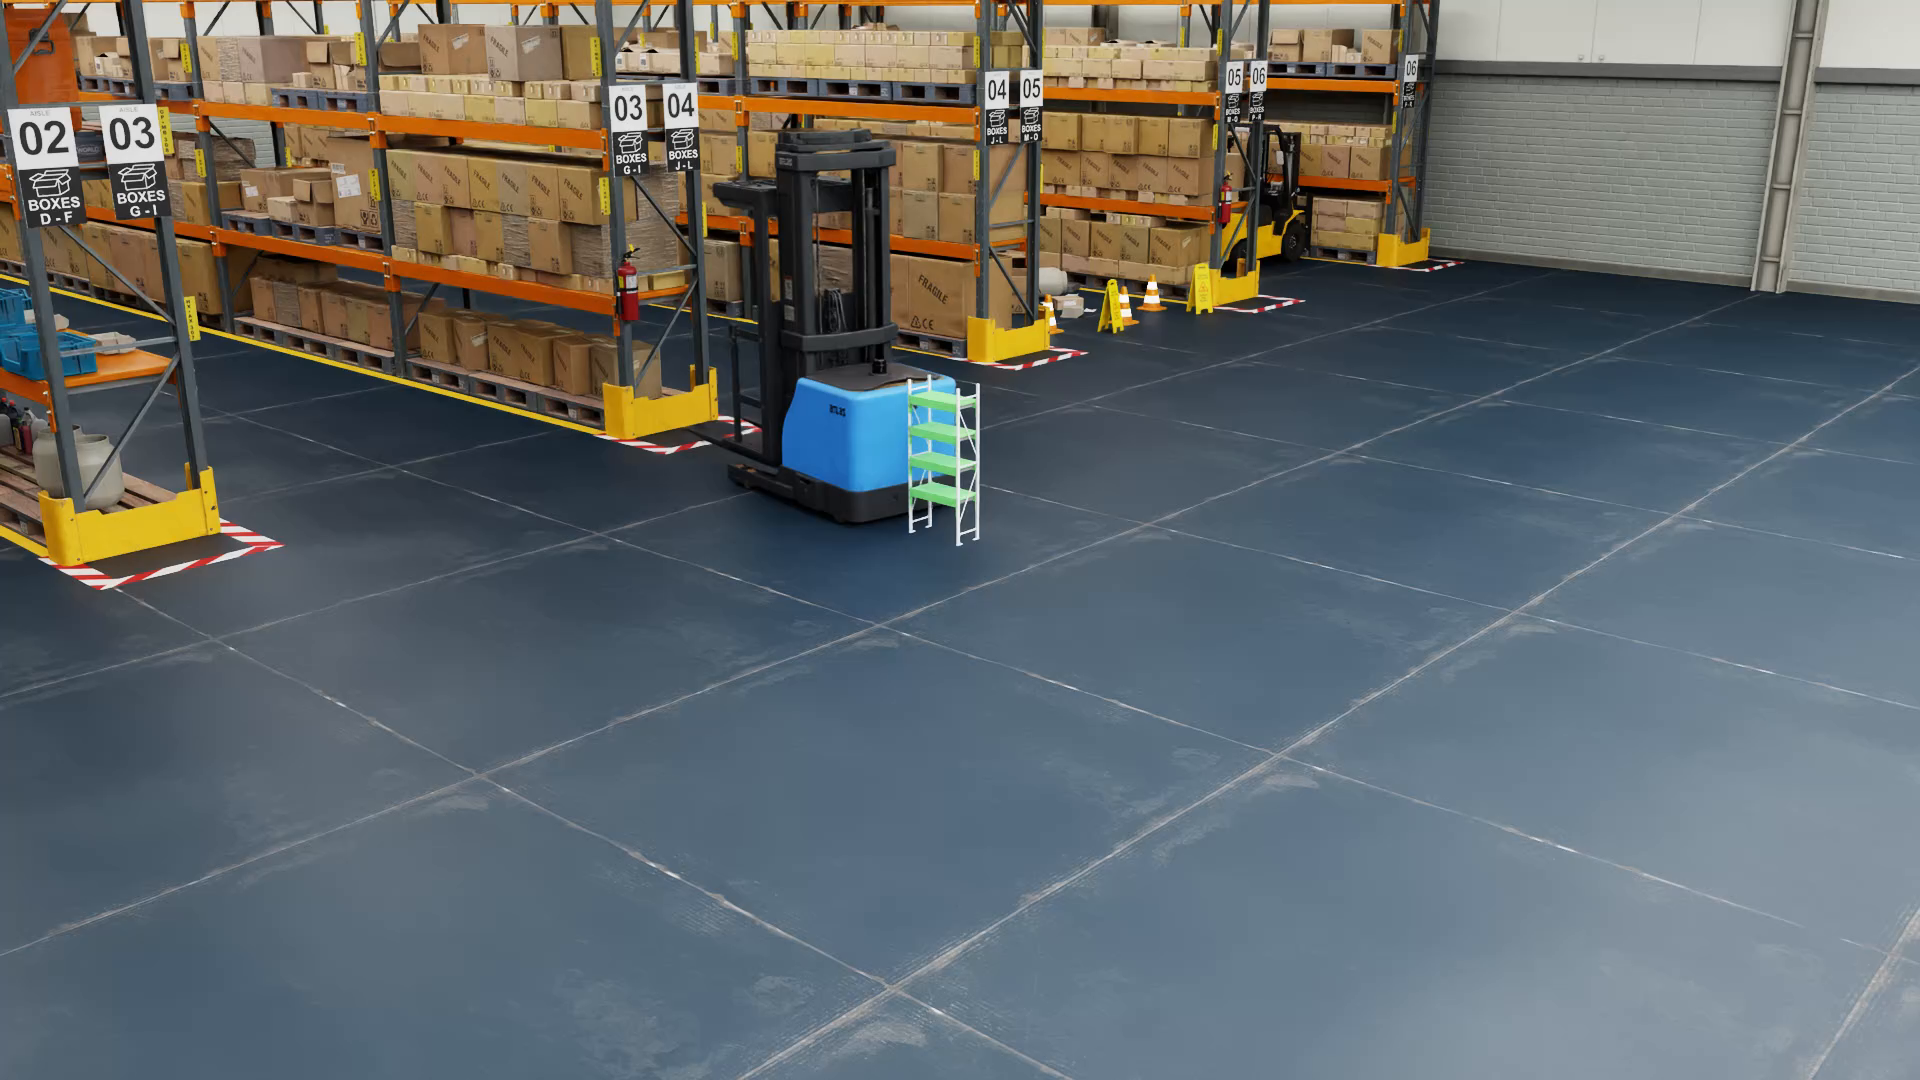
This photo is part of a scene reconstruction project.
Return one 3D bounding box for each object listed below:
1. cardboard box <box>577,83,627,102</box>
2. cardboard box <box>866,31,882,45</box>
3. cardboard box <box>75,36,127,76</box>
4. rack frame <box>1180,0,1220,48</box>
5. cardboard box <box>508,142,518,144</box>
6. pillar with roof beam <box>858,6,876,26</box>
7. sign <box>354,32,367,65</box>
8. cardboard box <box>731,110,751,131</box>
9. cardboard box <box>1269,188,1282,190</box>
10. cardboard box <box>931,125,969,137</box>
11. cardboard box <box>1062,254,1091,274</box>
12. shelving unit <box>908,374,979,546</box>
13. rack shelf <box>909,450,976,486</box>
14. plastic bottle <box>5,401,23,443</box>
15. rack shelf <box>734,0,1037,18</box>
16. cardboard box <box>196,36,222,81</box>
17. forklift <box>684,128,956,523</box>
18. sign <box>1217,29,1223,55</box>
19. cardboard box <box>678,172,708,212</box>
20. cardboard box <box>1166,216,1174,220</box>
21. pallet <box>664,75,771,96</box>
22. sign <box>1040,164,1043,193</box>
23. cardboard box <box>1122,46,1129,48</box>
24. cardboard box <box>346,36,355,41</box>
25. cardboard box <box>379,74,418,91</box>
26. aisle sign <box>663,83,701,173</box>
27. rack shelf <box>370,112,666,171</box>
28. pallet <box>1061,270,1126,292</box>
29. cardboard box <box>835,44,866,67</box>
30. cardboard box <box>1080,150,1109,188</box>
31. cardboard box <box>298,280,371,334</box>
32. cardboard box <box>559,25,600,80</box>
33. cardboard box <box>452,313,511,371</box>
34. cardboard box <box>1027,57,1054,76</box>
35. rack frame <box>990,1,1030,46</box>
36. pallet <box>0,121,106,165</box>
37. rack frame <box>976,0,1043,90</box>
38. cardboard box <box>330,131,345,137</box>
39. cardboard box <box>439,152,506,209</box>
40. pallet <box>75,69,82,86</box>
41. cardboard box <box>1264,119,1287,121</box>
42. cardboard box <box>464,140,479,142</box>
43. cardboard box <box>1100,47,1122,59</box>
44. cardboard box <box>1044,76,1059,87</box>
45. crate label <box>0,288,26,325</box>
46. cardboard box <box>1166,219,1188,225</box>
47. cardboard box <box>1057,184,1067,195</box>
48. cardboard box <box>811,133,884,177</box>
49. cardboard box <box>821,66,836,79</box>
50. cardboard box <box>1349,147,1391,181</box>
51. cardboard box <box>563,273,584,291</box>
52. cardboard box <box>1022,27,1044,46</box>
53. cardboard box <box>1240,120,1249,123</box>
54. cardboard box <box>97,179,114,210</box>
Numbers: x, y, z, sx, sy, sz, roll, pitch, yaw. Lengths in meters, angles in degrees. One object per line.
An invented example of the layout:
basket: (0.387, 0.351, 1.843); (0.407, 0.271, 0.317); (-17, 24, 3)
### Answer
cardboard box: (-3.226, -4.046, 15.031); (0.250, 0.149, 0.380); (15, 23, 39)
cardboard box: (-0.872, -5.798, 19.202); (0.250, 0.149, 0.380); (15, 23, 38)
cardboard box: (-11.347, -6.485, 22.269); (0.500, 0.500, 0.700); (16, 23, 41)
rack frame: (4.066, -9.541, 27.798); (0.127, 3.000, 1.000); (15, 23, 39)
cardboard box: (-6.629, -5.985, 25.248); (0.250, 0.149, 0.380); (16, 24, 41)
pillar with roof beam: (-4.697, -10.517, 30.874); (0.400, 9.000, 9.100); (15, 23, 39)
sign: (-6.169, -5.053, 17.111); (0.005, 0.325, 0.100); (15, 23, 39)
cardboard box: (-3.534, -7.132, 28.307); (0.500, 0.500, 0.500); (15, 23, 39)
cardboard box: (5.321, -5.790, 28.094); (0.500, 0.250, 0.500); (15, 23, 40)
cardboard box: (-0.095, -6.087, 25.483); (0.500, 0.500, 0.500); (15, 23, 40)
cardboard box: (1.842, -4.057, 24.288); (0.500, 0.250, 0.500); (15, 23, 39)
shelving unit: (-0.124, -0.605, 12.535); (0.503, 1.200, 0.258); (15, 23, 39)
rack shelf: (-0.124, -0.544, 12.554); (0.480, 0.148, 0.258); (15, 23, 39)
plastic bottle: (-8.275, -1.039, 14.580); (0.185, 0.351, 0.144); (14, 22, 37)
rack shelf: (-0.940, -6.342, 19.569); (4.000, 0.370, 1.077); (15, 23, 39)
cardboard box: (-8.614, -5.682, 19.605); (0.500, 0.500, 0.500); (15, 23, 40)
forklift: (-1.316, -1.910, 13.785); (1.130, 2.935, 3.031); (-13, 22, -36)
sign: (3.383, -6.485, 21.664); (0.005, 0.325, 0.100); (15, 23, 39)
cardboard box: (-3.381, -4.611, 22.016); (0.500, 0.500, 0.500); (15, 23, 39)
cardboard box: (3.669, -5.852, 29.324); (0.625, 0.625, 0.875); (16, 24, 42)
pallet: (-3.154, -5.929, 21.692); (1.217, 0.209, 0.805); (14, 22, 37)
sign: (0.929, -4.189, 19.290); (0.005, 0.325, 0.100); (15, 23, 39)
cardboard box: (2.379, -6.944, 23.671); (0.250, 0.149, 0.380); (15, 23, 40)
cardboard box: (-9.620, -8.019, 26.723); (0.250, 0.149, 0.380); (14, 22, 37)
cardboard box: (-5.765, -4.729, 17.183); (0.250, 0.149, 0.380); (14, 22, 38)
aisle sign: (-2.566, -3.807, 15.351); (0.004, 0.787, 0.394); (15, 23, 39)
rack shelf: (-4.308, -4.001, 16.490); (4.000, 0.370, 1.077); (15, 23, 39)
pallet: (2.217, -3.857, 24.415); (1.213, 0.211, 1.003); (15, 23, 39)
cardboard box: (-1.121, -5.700, 19.552); (0.500, 0.250, 0.500); (15, 23, 40)
cardboard box: (2.068, -5.299, 23.694); (0.500, 0.500, 0.500); (15, 23, 40)
cardboard box: (-7.429, -2.786, 19.837); (0.700, 0.500, 0.500); (-16, 24, -41)
cardboard box: (-3.743, -4.729, 16.112); (0.500, 0.500, 0.500); (15, 23, 39)
cardboard box: (-5.097, -2.122, 17.776); (0.500, 0.500, 0.500); (-10, 20, -28)
cardboard box: (1.314, -6.806, 23.896); (0.500, 0.250, 0.500); (15, 23, 39)
rack frame: (0.774, -8.417, 24.257); (0.127, 3.000, 1.000); (15, 23, 39)
pallet: (-6.653, -2.920, 12.206); (1.213, 0.211, 1.003); (15, 23, 39)
rack frame: (0.556, -6.474, 18.134); (0.127, 3.000, 1.000); (15, 23, 39)
cardboard box: (-10.098, -6.560, 27.665); (0.500, 0.500, 0.500); (14, 23, 38)
cardboard box: (-4.887, -3.633, 16.791); (0.500, 0.500, 0.500); (15, 23, 39)
pallet: (-12.392, -6.476, 23.246); (1.213, 0.211, 1.003); (15, 23, 39)
cardboard box: (5.282, -6.982, 27.923); (0.250, 0.149, 0.380); (15, 23, 38)
cardboard box: (-7.462, -5.945, 25.123); (0.250, 0.149, 0.380); (16, 24, 41)
cardboard box: (2.148, -6.746, 23.048); (0.250, 0.149, 0.380); (16, 23, 41)
cardboard box: (1.423, -6.600, 23.907); (0.250, 0.149, 0.380); (16, 24, 41)
crate label: (-7.655, -1.717, 13.005); (0.616, 0.435, 0.502); (15, 23, 39)
cardboard box: (2.934, -4.335, 23.923); (0.500, 0.500, 0.500); (14, 22, 37)
cardboard box: (1.622, -5.113, 24.178); (0.250, 0.149, 0.380); (15, 23, 39)
cardboard box: (-1.381, -4.698, 20.423); (0.550, 0.550, 0.875); (15, 23, 39)
cardboard box: (-1.435, -5.570, 19.801); (0.250, 0.149, 0.380); (15, 23, 39)
cardboard box: (6.516, -5.965, 26.284); (0.500, 0.500, 0.500); (14, 23, 38)
cardboard box: (-3.570, -2.492, 15.921); (0.250, 0.149, 0.380); (15, 23, 39)
cardboard box: (1.455, -9.009, 30.057); (0.500, 0.500, 0.500); (15, 23, 40)
cardboard box: (4.685, -6.893, 27.642); (0.250, 0.149, 0.380); (16, 23, 40)
cardboard box: (-11.232, -4.720, 22.360); (0.500, 0.500, 0.500); (15, 23, 39)
